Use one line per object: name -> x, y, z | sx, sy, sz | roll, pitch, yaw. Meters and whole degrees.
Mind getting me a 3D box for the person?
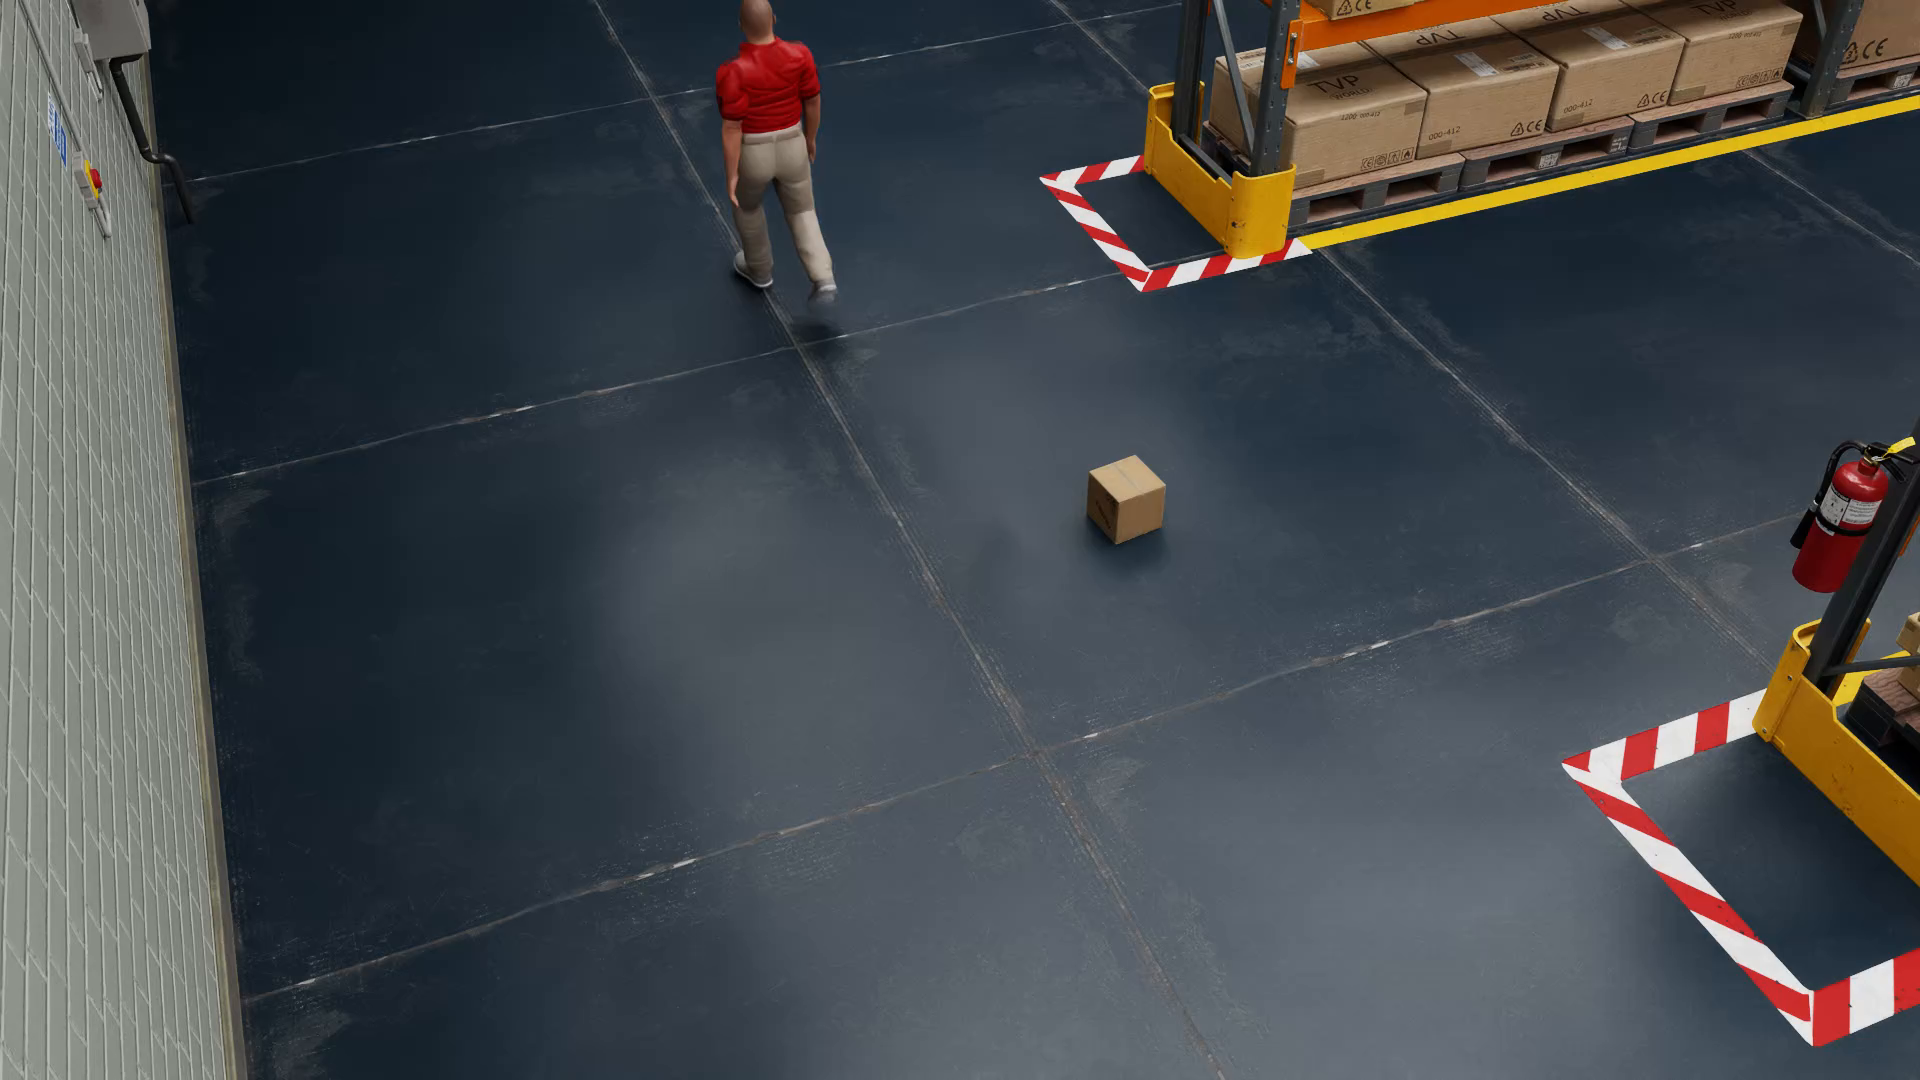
person -> -0.940, -1.936, 8.352 | 0.549, 1.684, 0.874 | -17, 44, -19
